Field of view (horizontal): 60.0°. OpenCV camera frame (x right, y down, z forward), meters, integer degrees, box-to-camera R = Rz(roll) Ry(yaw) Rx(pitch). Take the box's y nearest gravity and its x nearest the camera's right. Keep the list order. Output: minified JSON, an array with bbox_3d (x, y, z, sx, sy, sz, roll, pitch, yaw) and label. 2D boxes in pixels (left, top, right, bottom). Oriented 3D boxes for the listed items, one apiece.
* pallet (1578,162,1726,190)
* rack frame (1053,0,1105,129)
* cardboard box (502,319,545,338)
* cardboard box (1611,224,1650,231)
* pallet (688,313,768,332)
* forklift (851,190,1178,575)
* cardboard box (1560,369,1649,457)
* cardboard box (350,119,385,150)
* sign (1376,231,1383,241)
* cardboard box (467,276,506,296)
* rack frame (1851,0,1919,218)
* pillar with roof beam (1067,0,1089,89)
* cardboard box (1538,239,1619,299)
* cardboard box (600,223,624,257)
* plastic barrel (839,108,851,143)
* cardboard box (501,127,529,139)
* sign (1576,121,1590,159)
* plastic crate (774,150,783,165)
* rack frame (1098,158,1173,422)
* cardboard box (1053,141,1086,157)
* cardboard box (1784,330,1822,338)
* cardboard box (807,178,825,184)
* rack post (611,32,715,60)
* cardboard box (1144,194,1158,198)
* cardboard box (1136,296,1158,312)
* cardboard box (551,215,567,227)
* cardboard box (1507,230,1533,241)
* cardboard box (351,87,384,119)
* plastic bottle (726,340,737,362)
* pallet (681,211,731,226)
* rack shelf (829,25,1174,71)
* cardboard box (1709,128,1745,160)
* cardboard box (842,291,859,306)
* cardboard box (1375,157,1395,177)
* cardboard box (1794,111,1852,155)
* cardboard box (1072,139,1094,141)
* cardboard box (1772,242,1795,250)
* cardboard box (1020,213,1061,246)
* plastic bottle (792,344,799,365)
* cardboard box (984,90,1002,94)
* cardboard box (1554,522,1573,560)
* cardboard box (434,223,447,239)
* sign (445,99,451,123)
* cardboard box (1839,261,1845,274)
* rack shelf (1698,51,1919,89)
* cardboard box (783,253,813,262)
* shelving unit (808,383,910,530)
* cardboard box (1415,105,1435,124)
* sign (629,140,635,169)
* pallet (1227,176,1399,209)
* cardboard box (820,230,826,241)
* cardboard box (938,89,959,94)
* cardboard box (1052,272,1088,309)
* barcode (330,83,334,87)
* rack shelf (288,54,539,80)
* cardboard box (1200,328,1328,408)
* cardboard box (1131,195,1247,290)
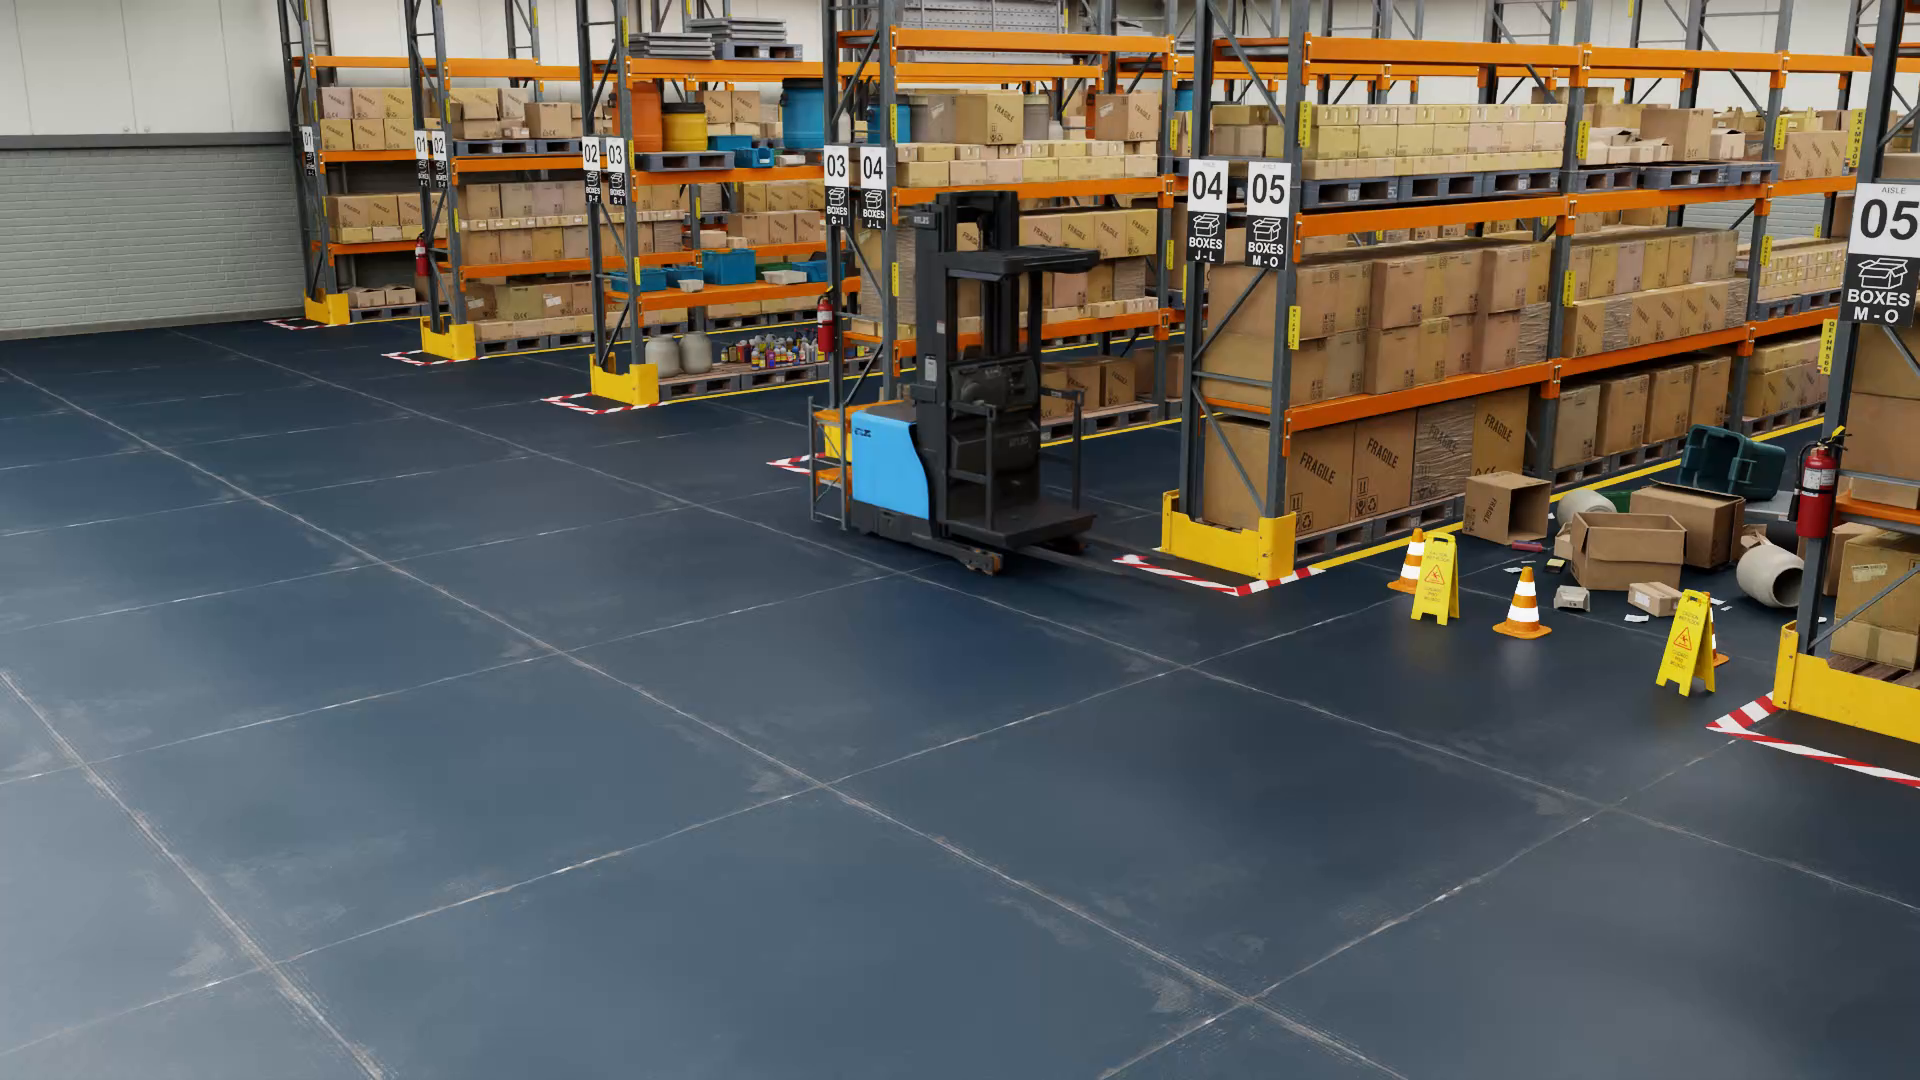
[{"bbox_3d":[6.927,-3.673,16.743,1.213,0.211,1.003,-12,19,-37],"label":"pallet"},{"bbox_3d":[1.788,-7.470,24.779,0.127,3.000,1.000,-13,19,-39],"label":"rack frame"},{"bbox_3d":[-6.570,-3.189,24.890,0.500,0.250,0.500,-13,19,-39],"label":"cardboard box"},{"bbox_3d":[10.500,-4.814,26.176,0.500,0.250,0.500,-13,20,-40],"label":"cardboard box"},{"bbox_3d":[-3.948,-3.644,27.484,1.213,0.211,1.003,-13,19,-39],"label":"pallet"},{"bbox_3d":[0.420,-1.289,13.396,1.130,2.935,3.031,-13,20,-41],"label":"forklift"},{"bbox_3d":[6.341,-1.348,17.031,0.750,0.750,1.050,-13,19,-39],"label":"cardboard box"},{"bbox_3d":[-9.905,-6.744,27.642,0.500,0.500,0.500,-11,19,-36],"label":"cardboard box"},{"bbox_3d":[5.403,-4.025,21.414,0.005,0.325,0.100,-13,19,-39],"label":"sign"},{"bbox_3d":[-8.489,-4.644,29.815,0.500,0.500,0.500,14,21,43],"label":"cardboard box"},{"bbox_3d":[5.510,-3.221,8.872,0.127,3.000,1.000,-13,19,-39],"label":"rack frame"},{"bbox_3d":[5.615,-10.542,36.278,0.400,9.000,9.100,-13,19,-39],"label":"pillar with roof beam"},{"bbox_3d":[5.959,-2.651,16.232,0.500,0.500,0.700,-13,20,-40],"label":"cardboard box"},{"bbox_3d":[-5.583,-4.656,25.675,0.500,0.500,0.700,-12,19,-39],"label":"cardboard box"},{"bbox_3d":[-1.683,-5.565,22.430,0.421,0.512,0.421,0,15,0],"label":"plastic barrel"},{"bbox_3d":[-6.492,-5.945,24.282,0.250,0.149,0.380,-13,19,-39],"label":"cardboard box"},{"bbox_3d":[5.567,-3.577,14.859,0.005,0.325,0.100,-13,19,-39],"label":"sign"},{"bbox_3d":[-2.598,-5.027,21.854,0.450,0.188,0.336,-13,19,-39],"label":"plastic crate"},{"bbox_3d":[2.022,-2.930,19.406,0.127,3.000,1.000,-13,19,-39],"label":"rack frame"},{"bbox_3d":[1.138,-4.220,17.941,0.250,0.149,0.380,-12,19,-37],"label":"cardboard box"},{"bbox_3d":[10.055,-2.308,19.654,0.500,0.250,0.500,-14,20,-42],"label":"cardboard box"},{"bbox_3d":[-3.043,-7.355,33.712,0.500,0.250,0.500,-13,20,-40],"label":"cardboard box"},{"bbox_3d":[-3.593,-5.977,20.156,0.954,0.300,0.937,-10,18,-33],"label":"rack post"},{"bbox_3d":[3.646,-6.639,33.100,0.500,0.500,0.500,-12,19,-39],"label":"cardboard box"},{"bbox_3d":[2.053,-2.715,19.088,0.250,0.149,0.380,-13,19,-39],"label":"cardboard box"},{"bbox_3d":[-6.088,-4.786,24.905,0.250,0.149,0.380,-13,20,-40],"label":"cardboard box"},{"bbox_3d":[7.884,-4.201,23.971,0.500,0.500,0.500,-13,19,-39],"label":"cardboard box"},{"bbox_3d":[-9.888,-7.229,27.517,0.500,0.500,0.500,-13,20,-40],"label":"cardboard box"},{"bbox_3d":[-3.073,-2.536,22.345,0.133,0.283,0.061,-12,19,-38],"label":"plastic bottle"},{"bbox_3d":[-5.183,-6.266,32.268,1.003,0.211,1.213,-13,19,-39],"label":"pallet"},{"bbox_3d":[0.513,-5.140,17.457,4.000,0.370,1.077,-13,19,-39],"label":"rack shelf"},{"bbox_3d":[7.628,-4.047,16.940,0.500,0.311,0.500,-13,19,-39],"label":"cardboard box"},{"bbox_3d":[-2.084,-4.186,28.625,0.500,0.250,0.500,-13,20,-40],"label":"cardboard box"},{"bbox_3d":[3.225,-2.973,13.234,0.250,0.149,0.380,-12,19,-39],"label":"cardboard box"},{"bbox_3d":[9.985,-4.768,19.462,0.637,0.503,0.797,-13,20,-40],"label":"cardboard box"},{"bbox_3d":[1.419,-4.446,18.787,0.250,0.149,0.380,-14,20,-42],"label":"cardboard box"},{"bbox_3d":[9.854,-3.517,20.126,0.250,0.149,0.380,-13,20,-40],"label":"cardboard box"},{"bbox_3d":[0.730,-3.222,17.791,0.500,0.500,0.500,-13,19,-39],"label":"cardboard box"},{"bbox_3d":[-2.187,-2.467,22.107,0.097,0.271,0.097,0,15,0],"label":"plastic bottle"},{"bbox_3d":[0.562,-9.586,36.343,0.500,0.500,0.500,-12,19,-38],"label":"cardboard box"},{"bbox_3d":[5.114,0.024,13.647,0.258,0.266,0.396,-9,17,-30],"label":"cardboard box"},{"bbox_3d":[-9.020,-5.364,28.772,0.500,0.250,0.500,-12,19,-39],"label":"cardboard box"},{"bbox_3d":[-7.136,-5.982,23.173,0.005,0.325,0.100,-13,19,-39],"label":"sign"},{"bbox_3d":[10.279,-3.244,19.680,0.250,0.149,0.380,-14,20,-42],"label":"cardboard box"},{"bbox_3d":[9.728,-5.321,18.903,4.000,0.370,1.077,-13,19,-39],"label":"rack shelf"},{"bbox_3d":[-3.409,-5.911,33.918,0.750,0.750,0.750,-13,20,-40],"label":"cardboard box"},{"bbox_3d":[-0.779,-0.764,14.931,1.048,1.125,0.538,-13,20,-40],"label":"shelving unit"},{"bbox_3d":[3.605,-3.443,13.451,0.250,0.149,0.380,-13,20,-40],"label":"cardboard box"},{"bbox_3d":[-3.889,-4.562,19.687,0.005,0.325,0.100,-13,19,-39],"label":"sign"},{"bbox_3d":[2.737,-2.804,13.293,1.213,0.211,1.003,-13,19,-39],"label":"pallet"},{"bbox_3d":[-2.385,-5.188,28.348,0.250,0.149,0.380,-11,18,-35],"label":"cardboard box"},{"bbox_3d":[-0.358,-7.763,29.555,0.500,0.500,0.500,-13,19,-39],"label":"cardboard box"},{"bbox_3d":[0.931,-2.876,18.433,0.500,0.500,0.875,-13,19,-39],"label":"cardboard box"},{"bbox_3d":[-10.543,-7.633,27.908,0.075,0.075,0.001,-13,19,-39],"label":"barcode"},{"bbox_3d":[-9.241,-8.033,28.287,4.000,0.370,1.077,-13,19,-39],"label":"rack shelf"},{"bbox_3d":[2.435,-1.414,13.439,0.550,0.550,0.875,-13,19,-39],"label":"cardboard box"},{"bbox_3d":[2.713,-3.530,19.676,1.000,1.000,1.000,-12,19,-39],"label":"cardboard box"}]
